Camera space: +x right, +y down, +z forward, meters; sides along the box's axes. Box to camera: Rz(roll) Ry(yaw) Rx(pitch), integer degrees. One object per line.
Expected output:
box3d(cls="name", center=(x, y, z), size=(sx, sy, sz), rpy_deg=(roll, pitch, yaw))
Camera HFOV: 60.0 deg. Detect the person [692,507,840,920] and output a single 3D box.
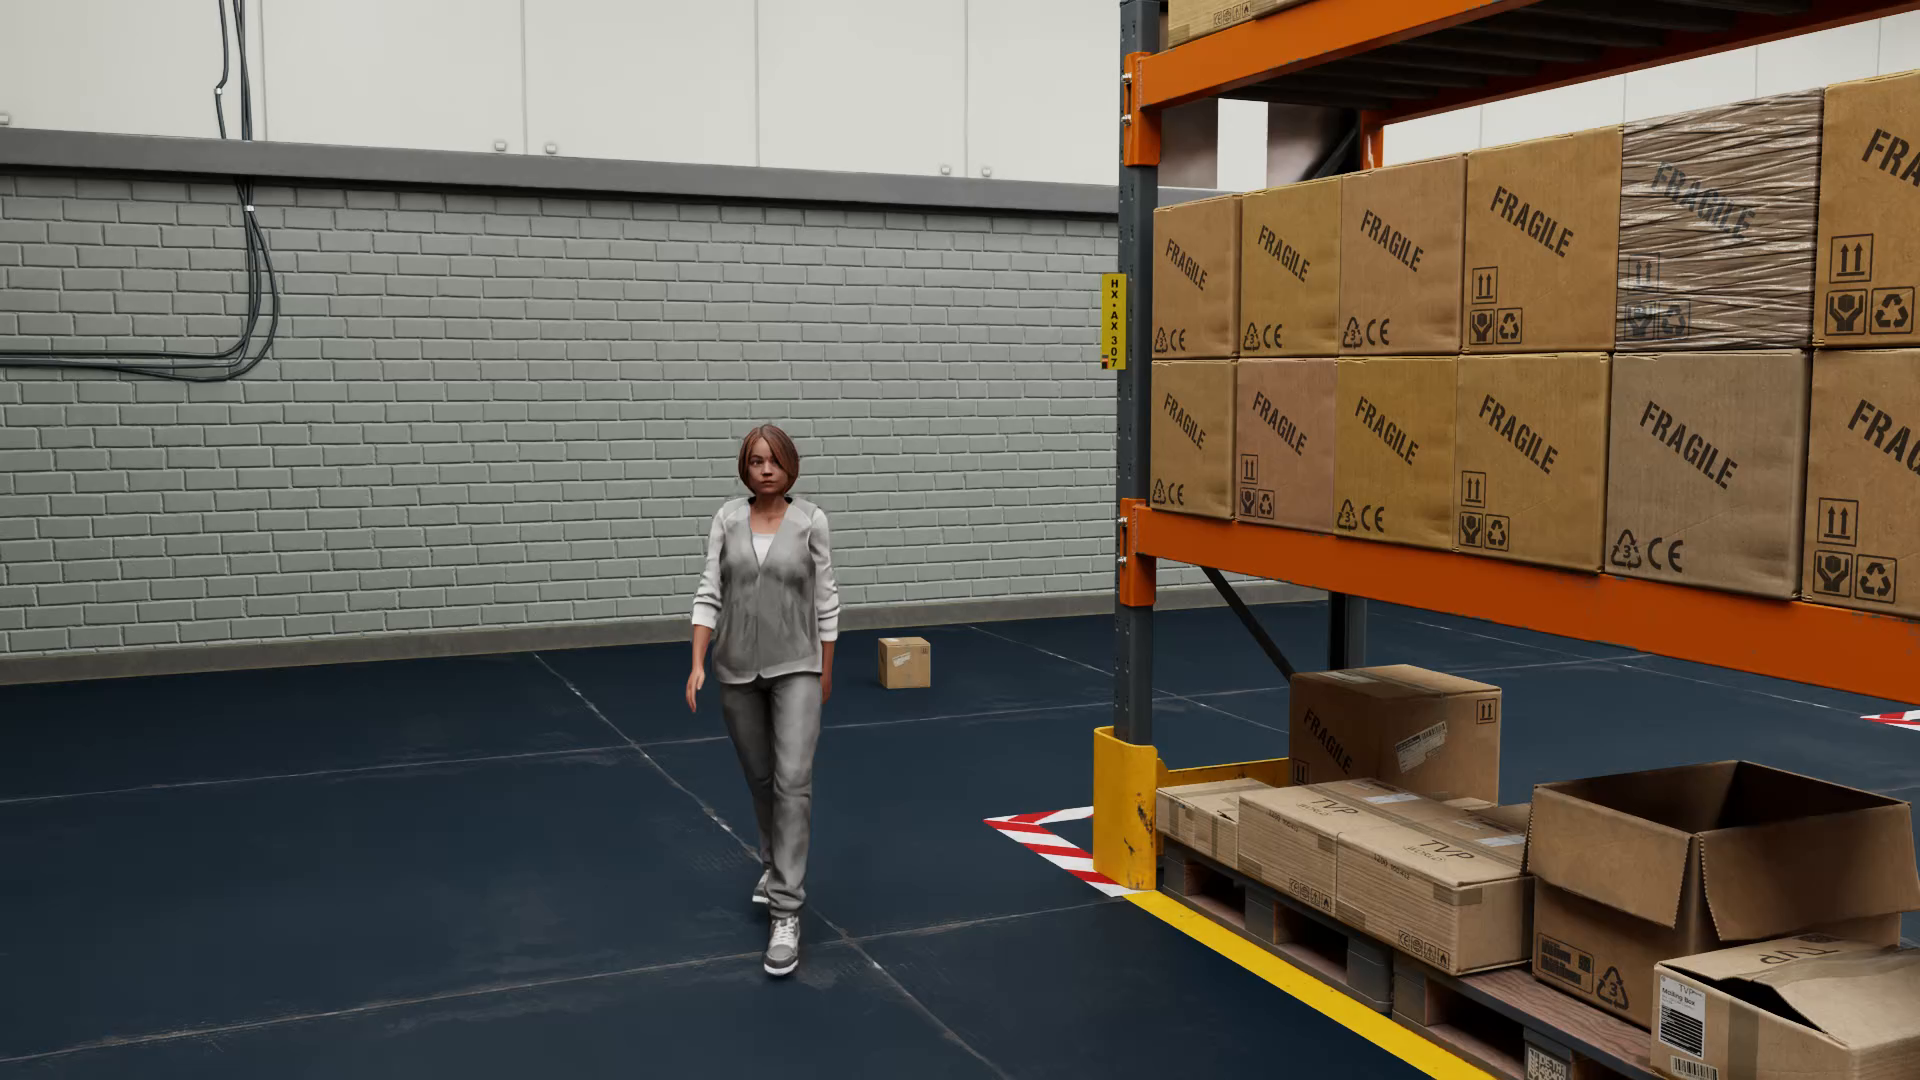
box3d(cls="person", center=(-0.606, 0.504, 5.216), size=(0.435, 1.232, 0.680), rpy_deg=(1, 6, 6))
